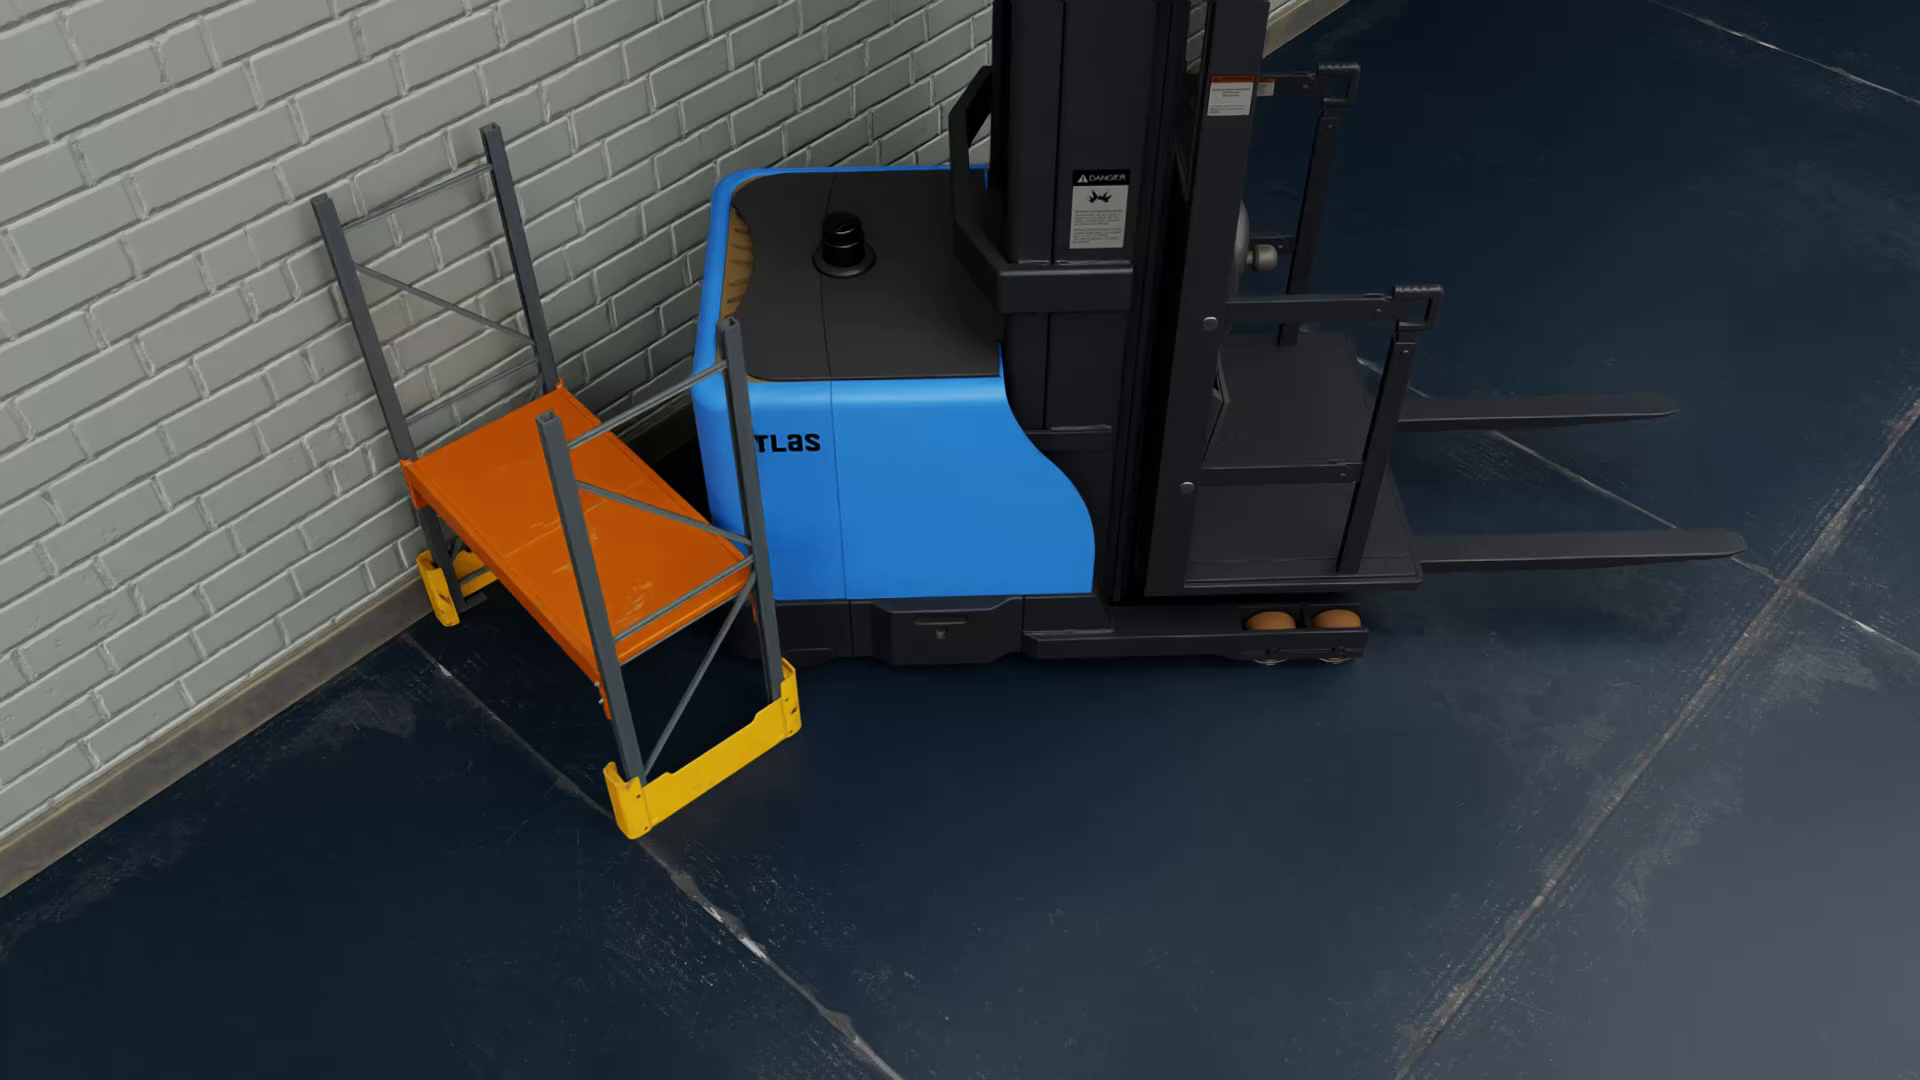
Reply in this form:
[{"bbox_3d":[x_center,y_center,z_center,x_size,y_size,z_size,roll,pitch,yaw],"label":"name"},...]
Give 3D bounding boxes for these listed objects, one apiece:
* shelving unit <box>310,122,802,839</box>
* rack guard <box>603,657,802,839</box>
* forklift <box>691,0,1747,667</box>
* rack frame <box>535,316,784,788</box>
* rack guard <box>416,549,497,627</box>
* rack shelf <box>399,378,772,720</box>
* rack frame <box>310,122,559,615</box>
[{"bbox_3d":[-1.020,-0.135,4.348,0.587,1.500,1.083,-33,55,-27],"label":"shelving unit"},{"bbox_3d":[-0.692,0.566,4.547,0.587,0.250,0.087,-33,55,-27],"label":"rack guard"},{"bbox_3d":[0.806,-1.026,4.203,3.031,2.935,1.130,-2,47,-1],"label":"forklift"},{"bbox_3d":[-0.680,0.149,4.082,0.500,1.500,0.032,-33,55,-27],"label":"rack frame"},{"bbox_3d":[-1.348,0.019,5.060,0.587,0.250,0.087,-33,55,-27],"label":"rack guard"},{"bbox_3d":[-1.014,-0.007,4.475,0.538,0.185,1.000,-33,55,-27],"label":"rack shelf"},{"bbox_3d":[-1.349,-0.409,4.605,0.500,1.500,0.032,-33,55,-27],"label":"rack frame"}]
